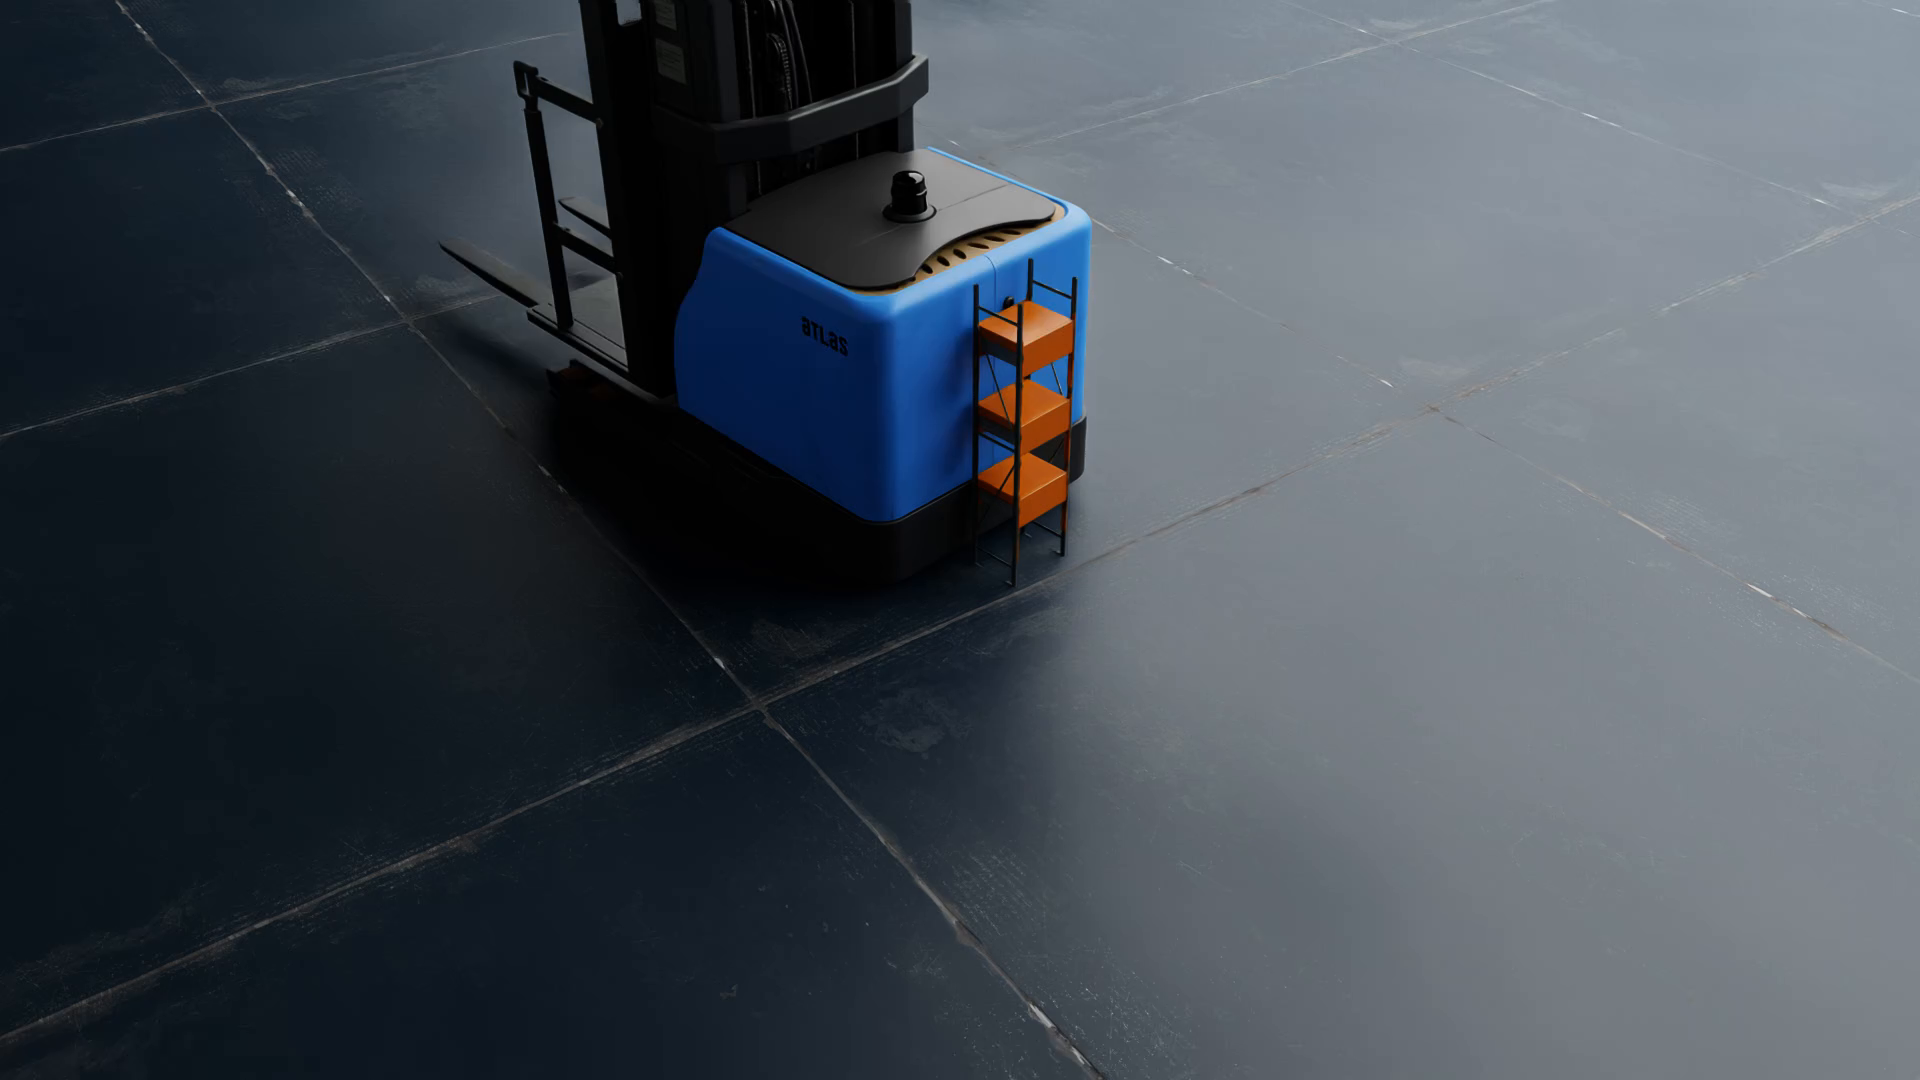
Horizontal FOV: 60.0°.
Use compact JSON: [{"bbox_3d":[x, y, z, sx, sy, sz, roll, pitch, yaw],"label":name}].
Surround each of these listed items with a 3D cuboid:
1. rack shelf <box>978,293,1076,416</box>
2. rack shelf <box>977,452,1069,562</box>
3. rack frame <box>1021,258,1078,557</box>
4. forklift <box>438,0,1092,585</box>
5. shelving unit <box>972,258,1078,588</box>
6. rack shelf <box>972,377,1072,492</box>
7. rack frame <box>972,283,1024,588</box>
[{"bbox_3d":[0.200,-0.581,5.191,0.215,0.259,0.240,30,45,35],"label":"rack shelf"},{"bbox_3d":[0.200,-0.125,5.519,0.215,0.259,0.240,30,45,35],"label":"rack shelf"},{"bbox_3d":[0.285,-0.410,5.421,0.200,1.050,0.008,30,45,35],"label":"rack frame"},{"bbox_3d":[-0.947,-1.804,5.748,1.130,2.935,3.031,-30,45,-35],"label":"forklift"},{"bbox_3d":[0.200,-0.359,5.350,0.215,1.050,0.252,30,45,35],"label":"shelving unit"},{"bbox_3d":[0.200,-0.351,5.357,0.215,0.259,0.240,30,45,35],"label":"rack shelf"},{"bbox_3d":[0.114,-0.309,5.280,0.200,1.050,0.008,30,45,35],"label":"rack frame"}]
